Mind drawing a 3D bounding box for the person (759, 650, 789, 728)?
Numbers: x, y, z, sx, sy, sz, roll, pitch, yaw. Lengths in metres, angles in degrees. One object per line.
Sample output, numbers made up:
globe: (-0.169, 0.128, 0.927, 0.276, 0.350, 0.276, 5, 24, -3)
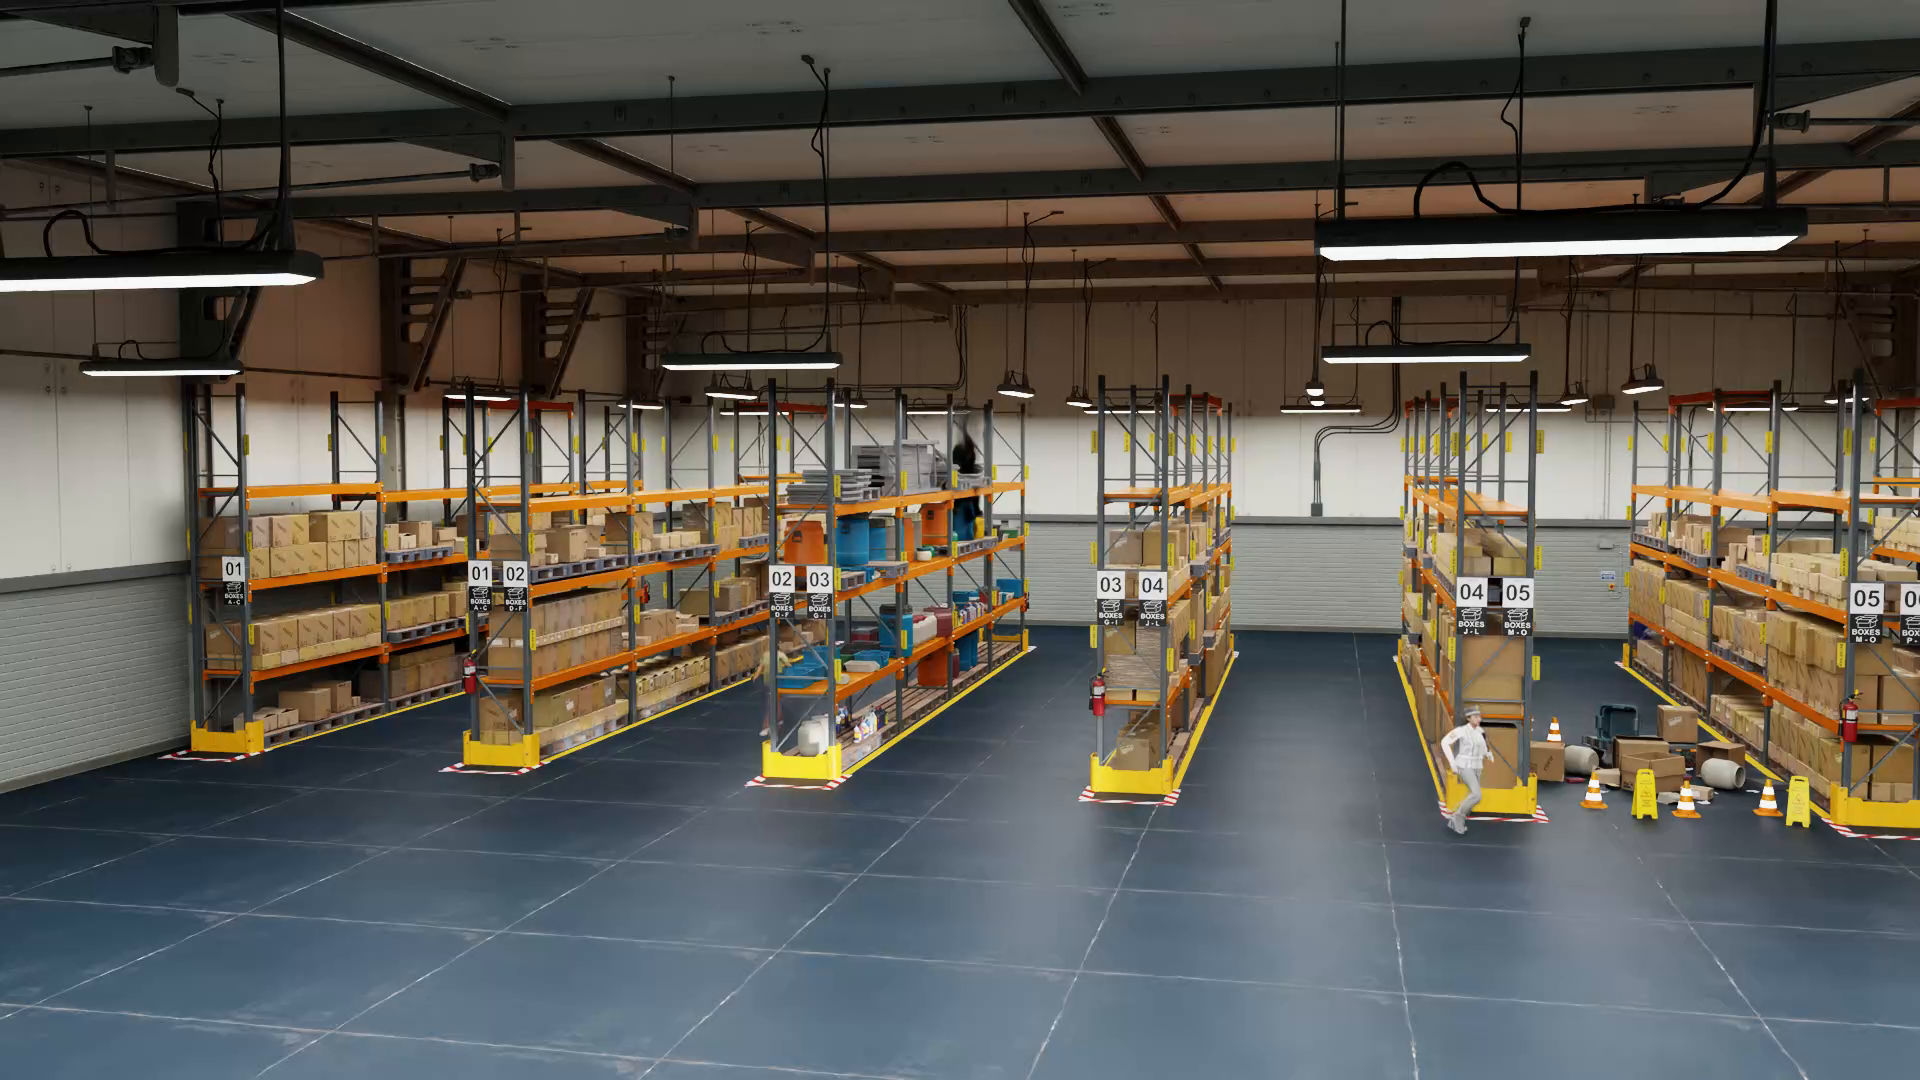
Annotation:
person: (-3.213, 2.559, 28.804, 0.505, 1.315, 0.701, 2, 4, 30)

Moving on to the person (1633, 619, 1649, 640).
person: (16.567, 1.864, 40.376, 0.504, 1.539, 0.588, 0, 3, -7)

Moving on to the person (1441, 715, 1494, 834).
person: (6.561, 2.960, 21.340, 0.619, 1.615, 0.648, -2, 4, -32)
